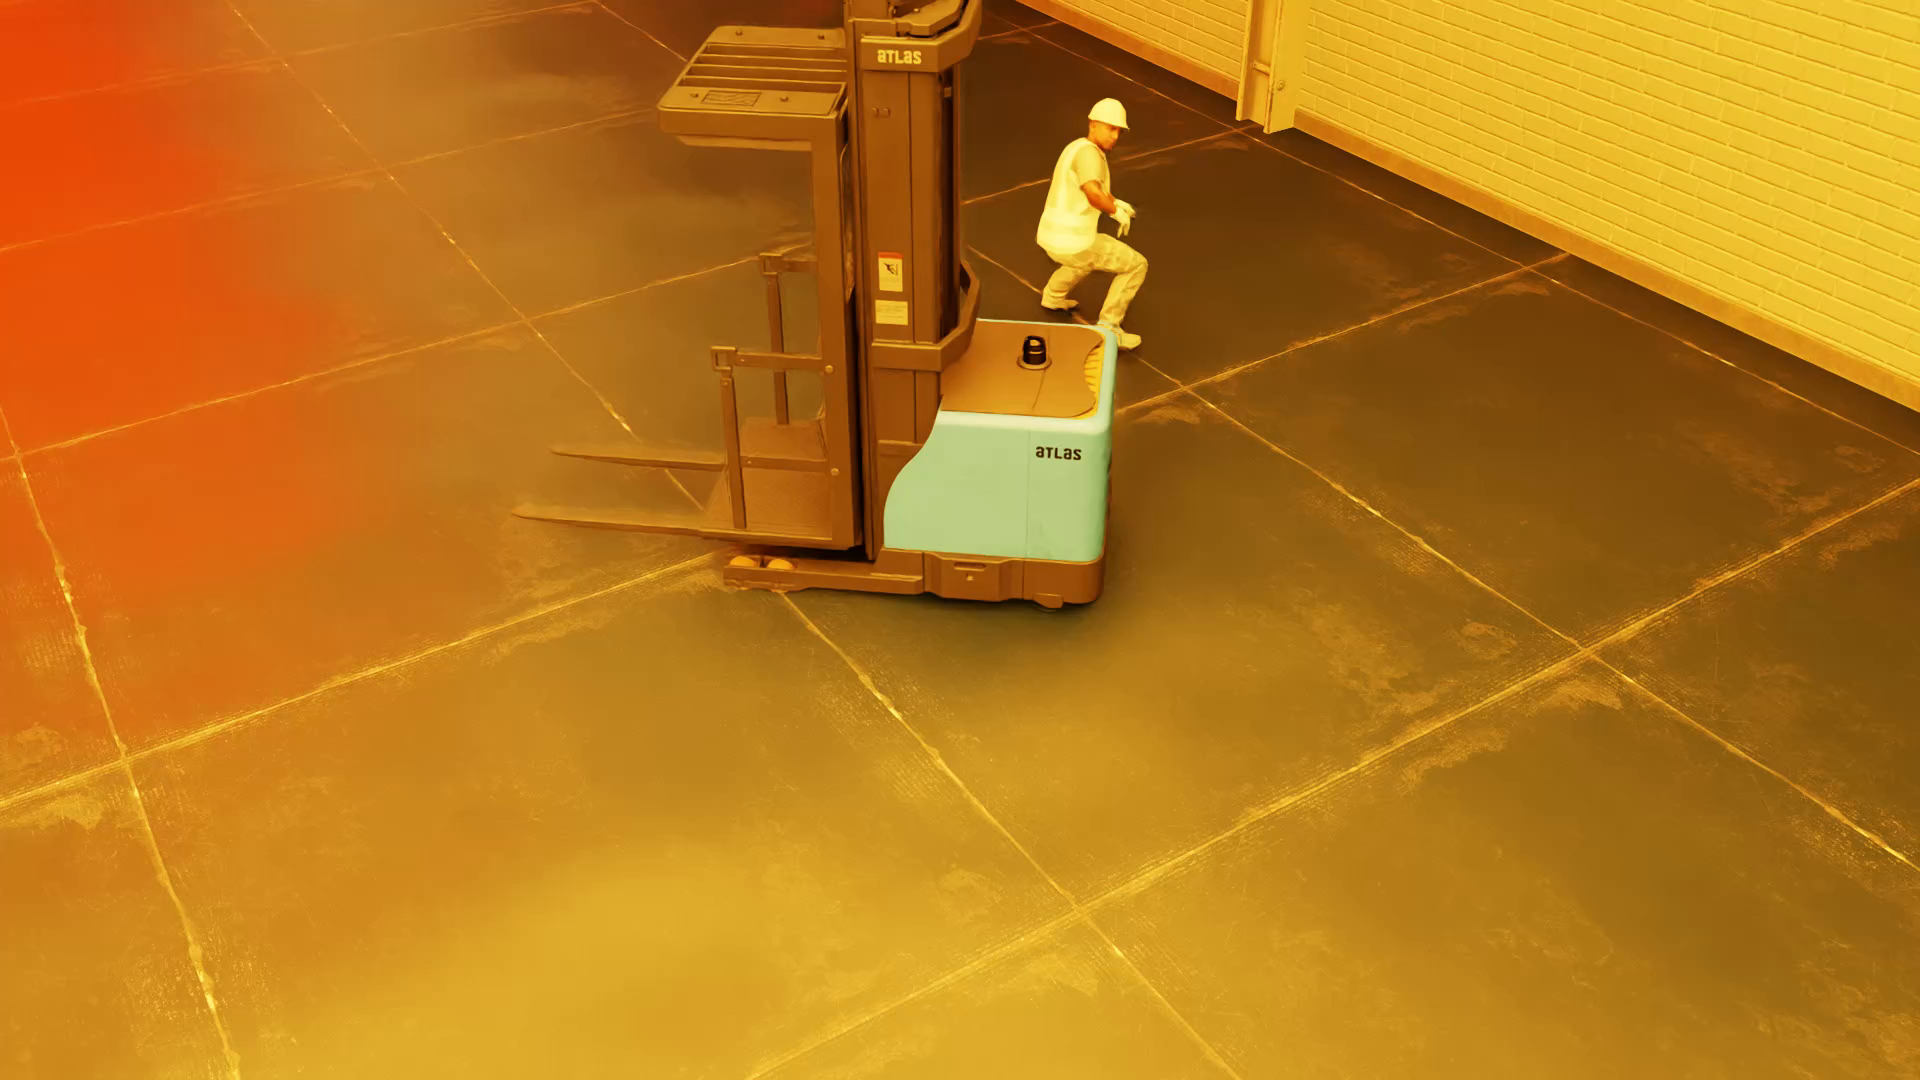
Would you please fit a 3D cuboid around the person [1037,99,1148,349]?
[{"bbox_3d":[0.840,-1.930,10.187,0.801,1.541,0.905,-10,36,-14],"label":"person"}]

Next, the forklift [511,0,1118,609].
[{"bbox_3d":[-0.753,-1.231,7.900,3.031,2.935,1.130,4,35,6],"label":"forklift"}]
